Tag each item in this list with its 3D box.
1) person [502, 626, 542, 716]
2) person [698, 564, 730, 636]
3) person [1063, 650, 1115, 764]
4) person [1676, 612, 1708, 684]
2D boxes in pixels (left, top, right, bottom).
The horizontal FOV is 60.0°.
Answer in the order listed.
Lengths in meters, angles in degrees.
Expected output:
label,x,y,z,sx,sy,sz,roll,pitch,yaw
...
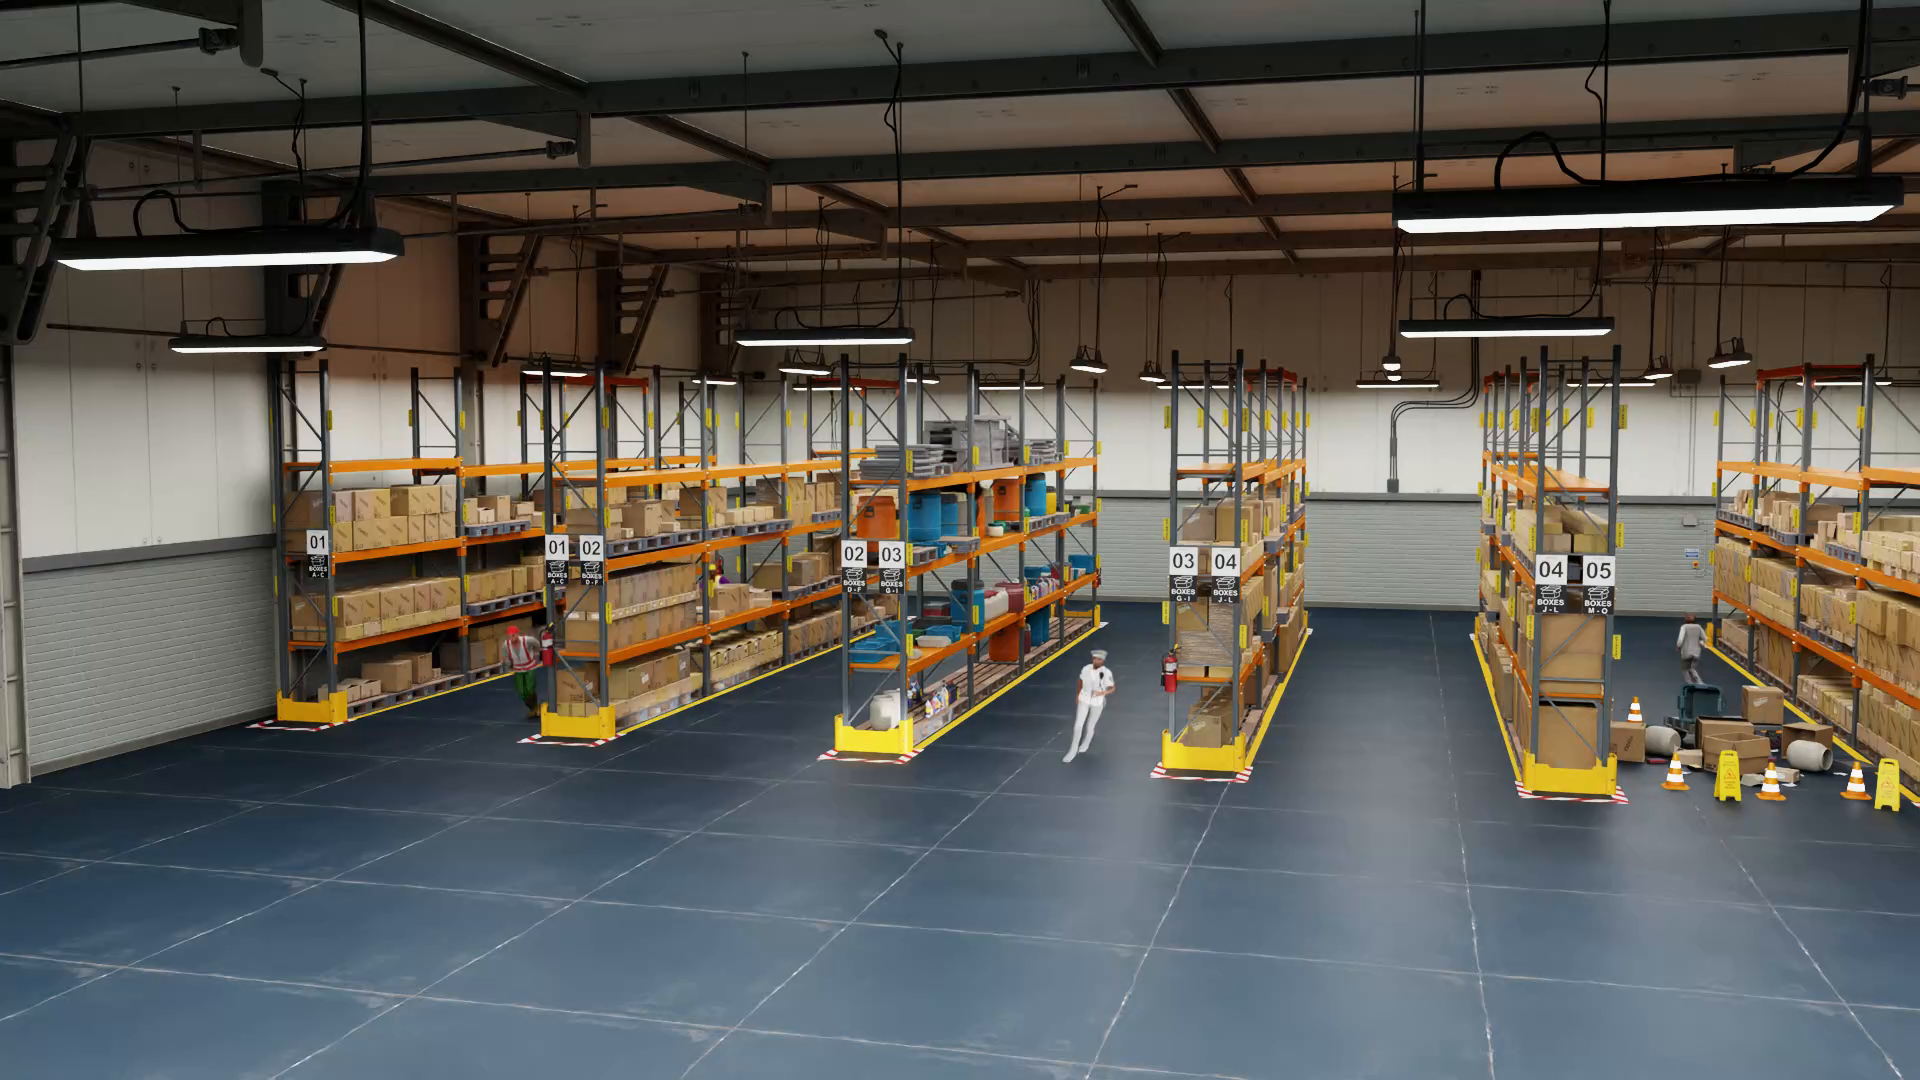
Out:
label,x,y,z,sx,sy,sz,roll,pitch,yaw
person,-7.310,2.197,27.771,0.627,1.587,0.882,0,4,5
person,-5.541,1.444,37.310,0.658,1.811,0.832,1,4,19
person,1.919,2.422,24.569,0.749,1.648,0.778,1,4,8
person,13.295,2.077,30.178,0.539,1.526,0.579,0,4,2
